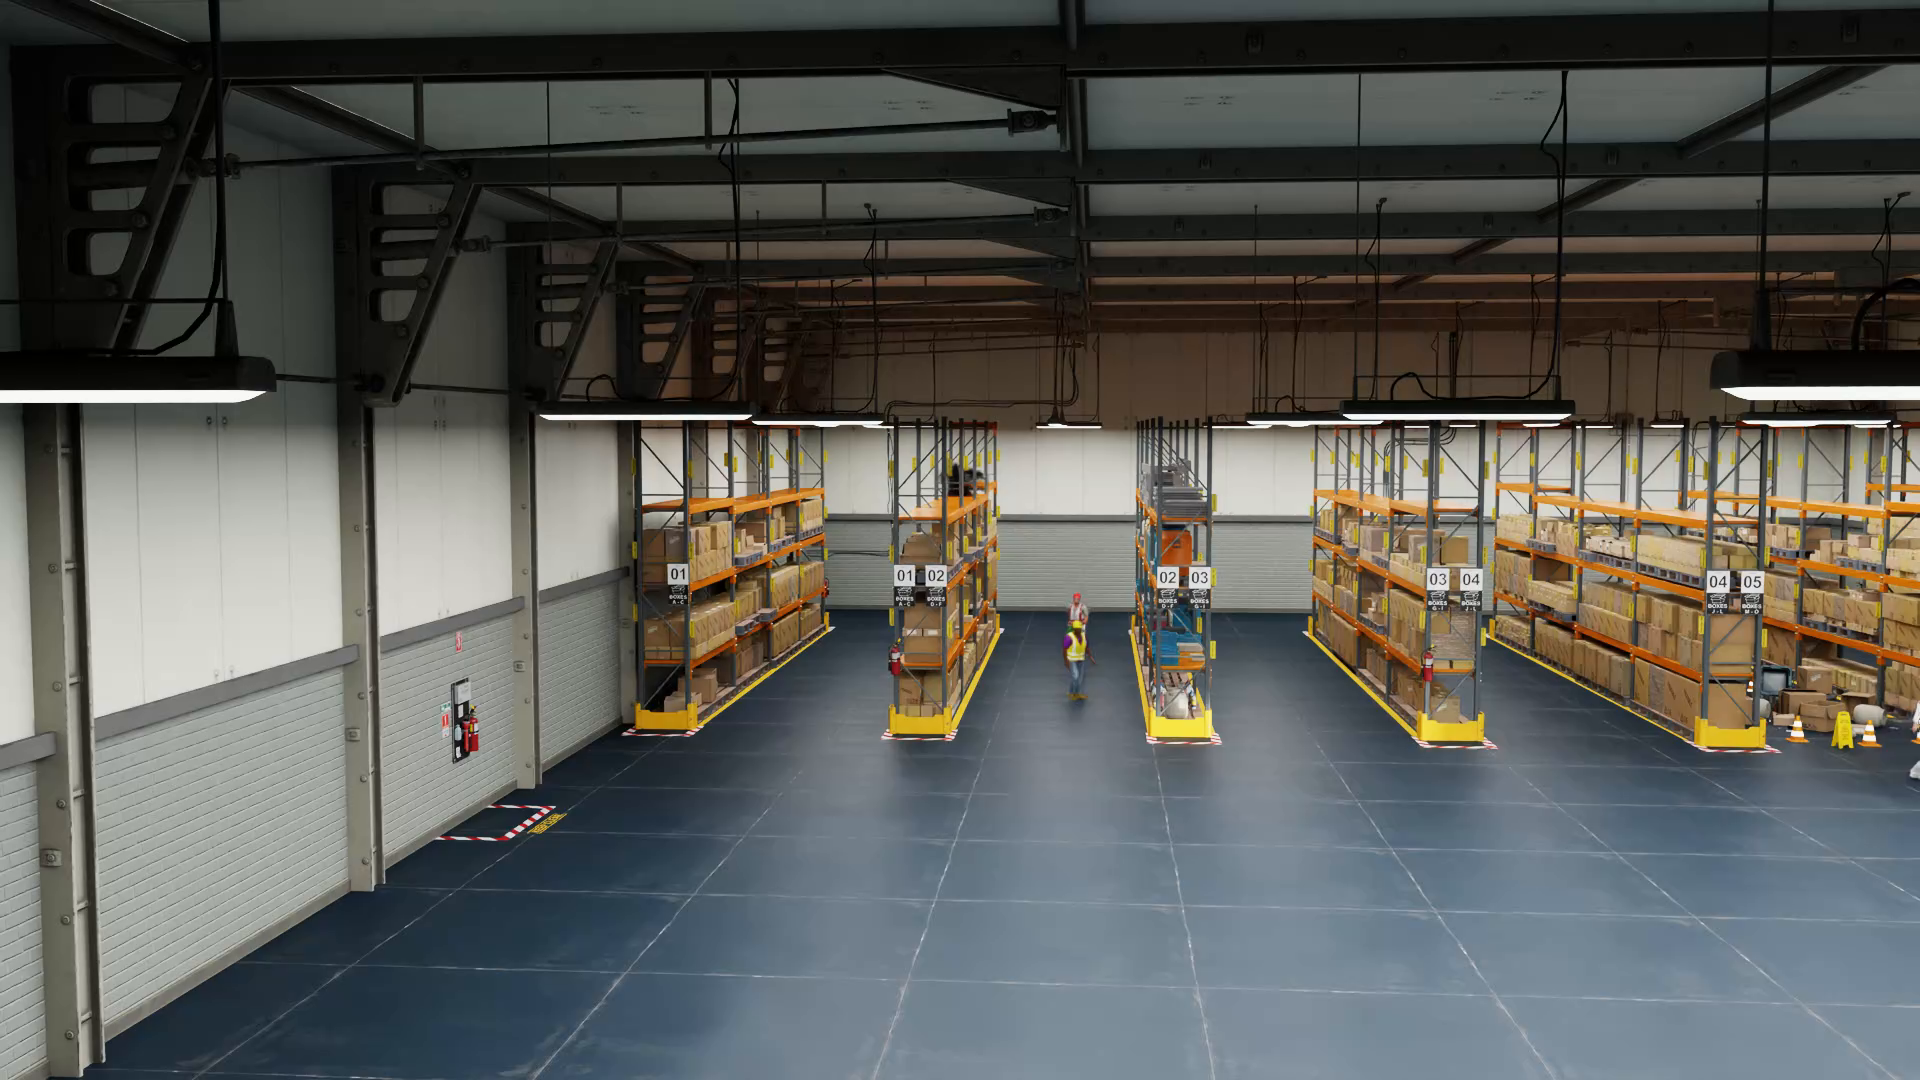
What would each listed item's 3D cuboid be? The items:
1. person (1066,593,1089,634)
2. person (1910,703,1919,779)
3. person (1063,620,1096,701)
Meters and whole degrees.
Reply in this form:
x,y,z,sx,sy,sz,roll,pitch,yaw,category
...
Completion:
x,y,z,sx,sy,sz,roll,pitch,yaw,category
2.901,2.152,41.277,0.637,1.723,0.717,1,4,20,person
15.921,3.121,26.944,0.716,1.648,1.019,-2,4,-26,person
2.471,2.553,35.375,0.647,1.737,0.619,-3,5,-36,person
